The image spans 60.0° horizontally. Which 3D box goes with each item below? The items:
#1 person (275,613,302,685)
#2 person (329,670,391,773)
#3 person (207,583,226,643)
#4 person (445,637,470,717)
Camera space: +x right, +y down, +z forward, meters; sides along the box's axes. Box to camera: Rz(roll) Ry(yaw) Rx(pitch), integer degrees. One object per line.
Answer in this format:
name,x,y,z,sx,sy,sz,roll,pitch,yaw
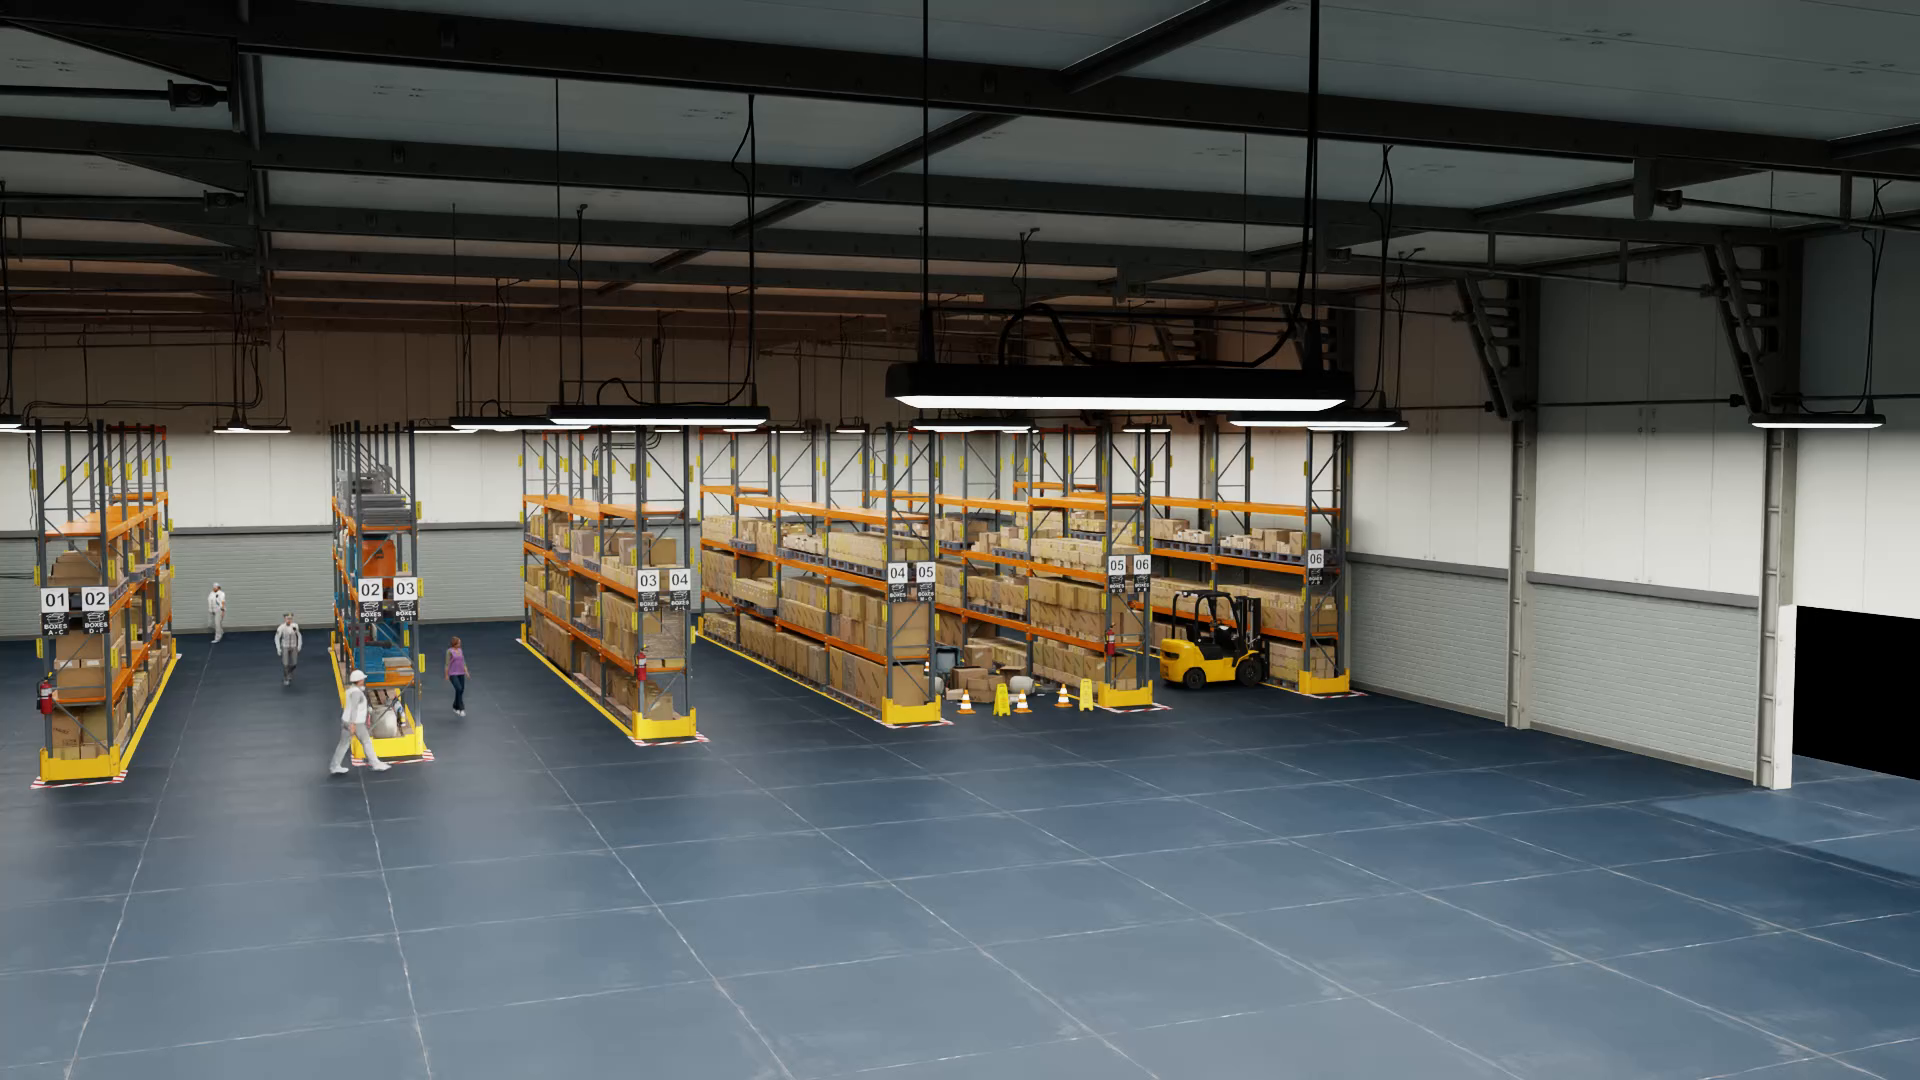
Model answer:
person,-15.566,2.500,38.516,0.588,1.660,0.537,-2,4,-34
person,-10.244,3.066,28.276,0.972,1.710,0.577,-3,5,-38
person,-20.649,2.003,46.204,0.499,1.650,0.600,1,4,13
person,-10.273,2.805,34.130,0.544,1.626,0.447,2,4,31
